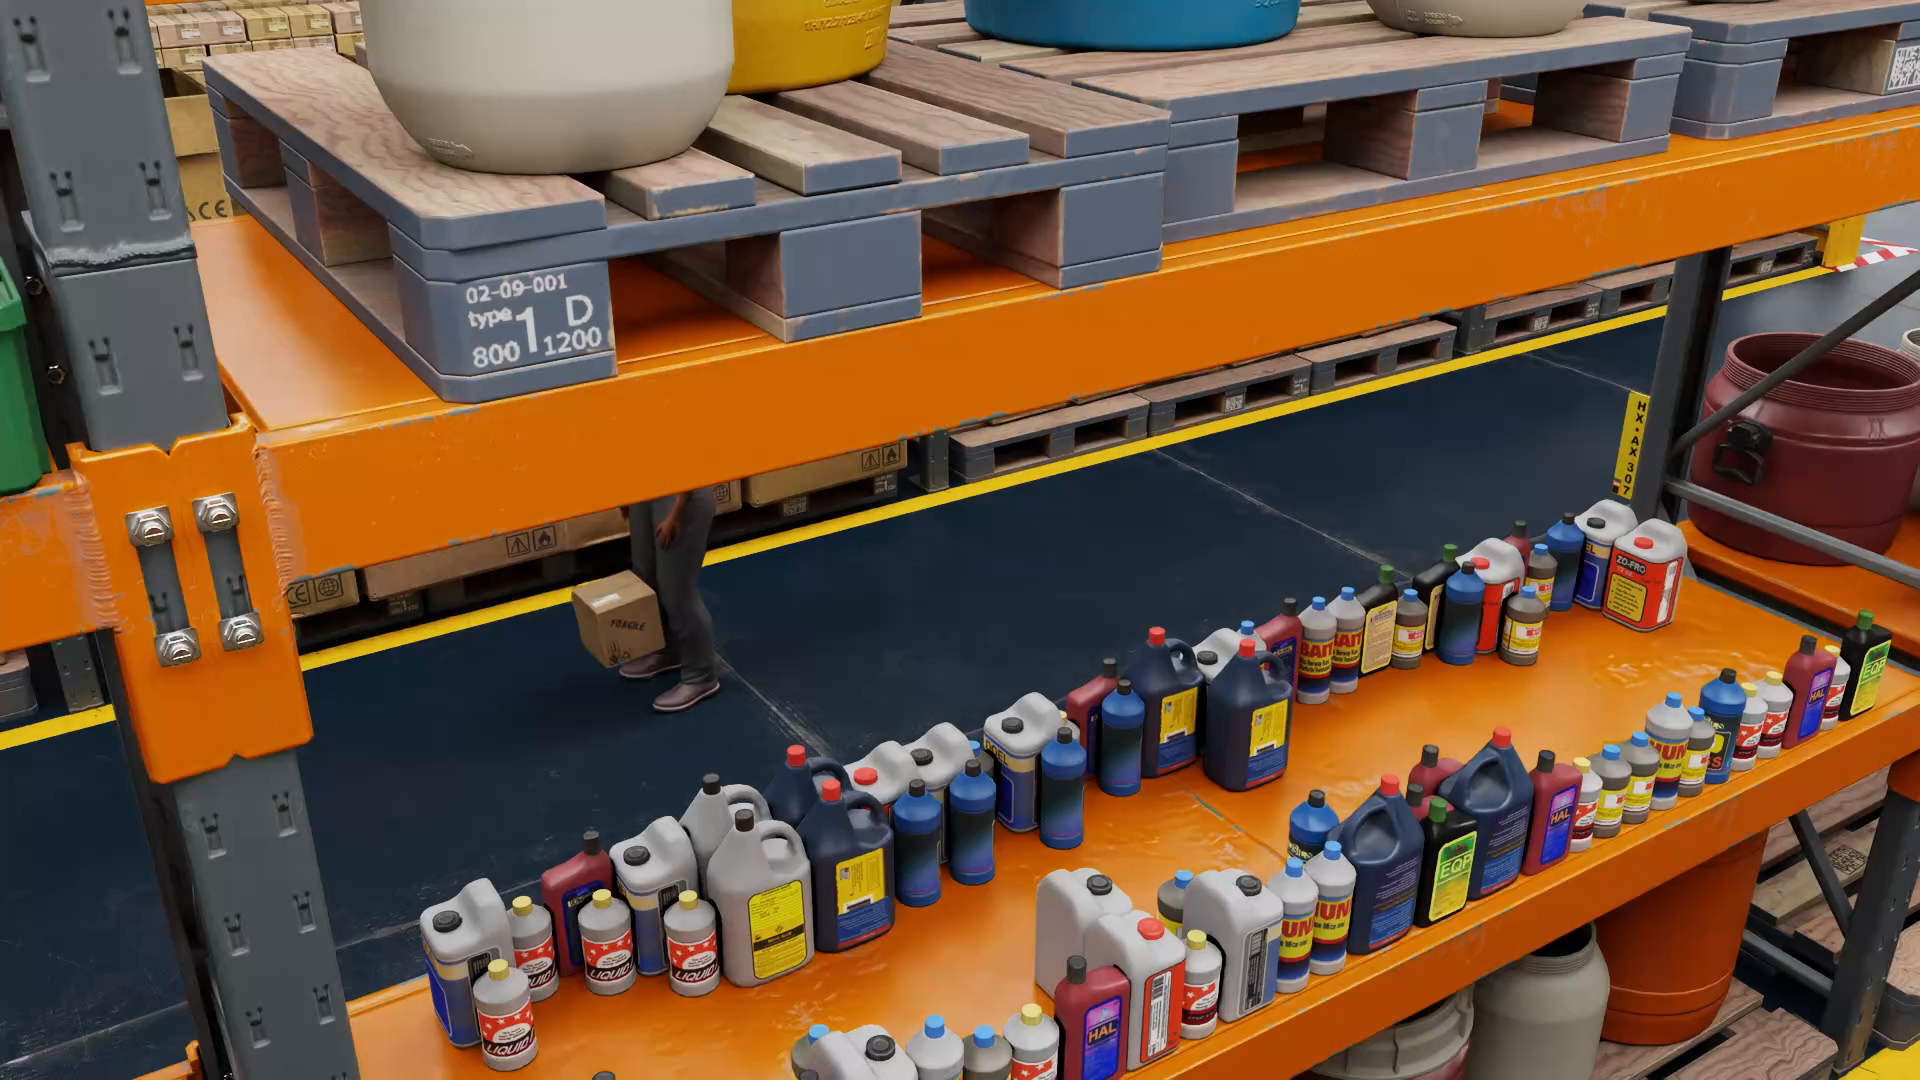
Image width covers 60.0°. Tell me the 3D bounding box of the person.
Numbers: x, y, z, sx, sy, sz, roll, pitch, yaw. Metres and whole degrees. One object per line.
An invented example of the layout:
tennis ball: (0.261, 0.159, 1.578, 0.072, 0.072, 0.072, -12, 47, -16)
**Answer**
person: (-1.147, -0.154, 6.436, 0.348, 1.658, 0.497, -16, 30, -31)
